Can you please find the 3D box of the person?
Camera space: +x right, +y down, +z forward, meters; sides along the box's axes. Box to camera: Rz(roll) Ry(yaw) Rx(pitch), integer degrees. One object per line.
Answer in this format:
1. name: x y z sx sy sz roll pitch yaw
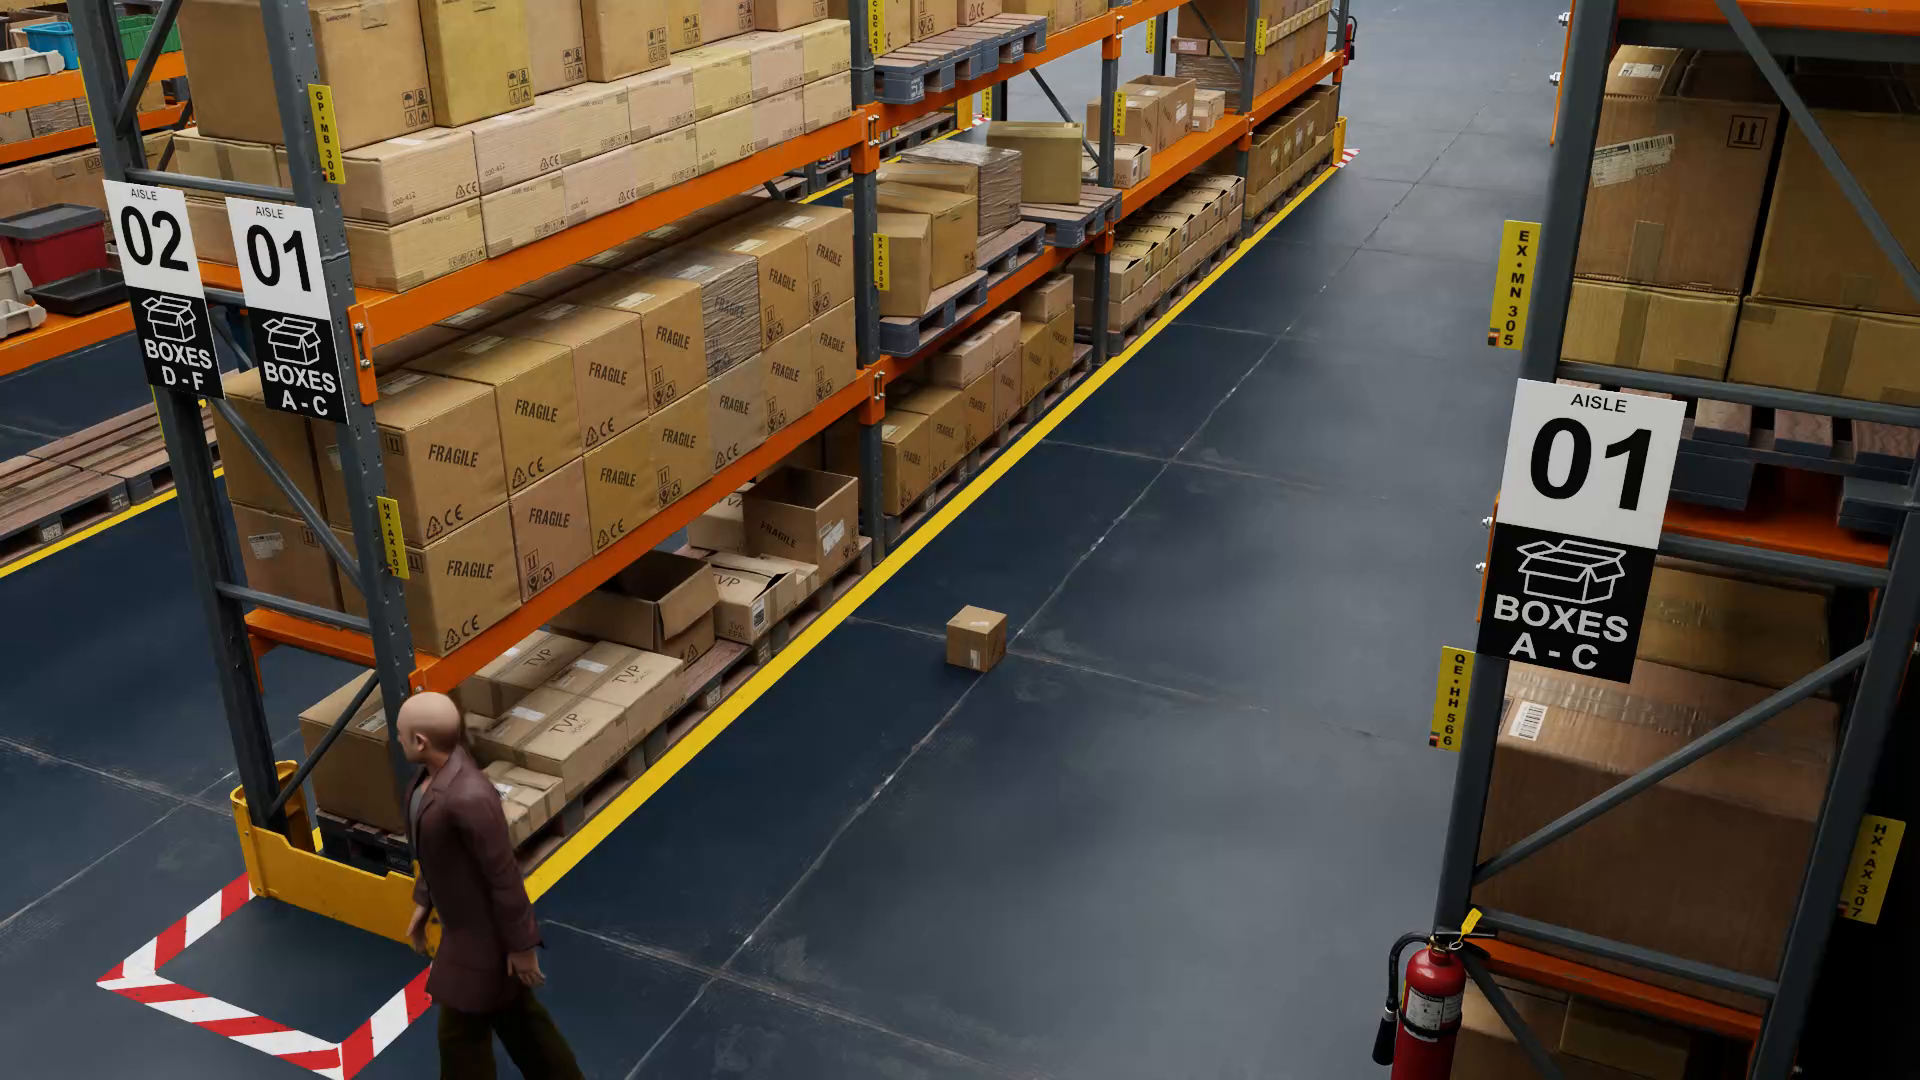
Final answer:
1. person: -1.746 1.362 5.792 0.716 1.771 0.652 -14 29 -27
